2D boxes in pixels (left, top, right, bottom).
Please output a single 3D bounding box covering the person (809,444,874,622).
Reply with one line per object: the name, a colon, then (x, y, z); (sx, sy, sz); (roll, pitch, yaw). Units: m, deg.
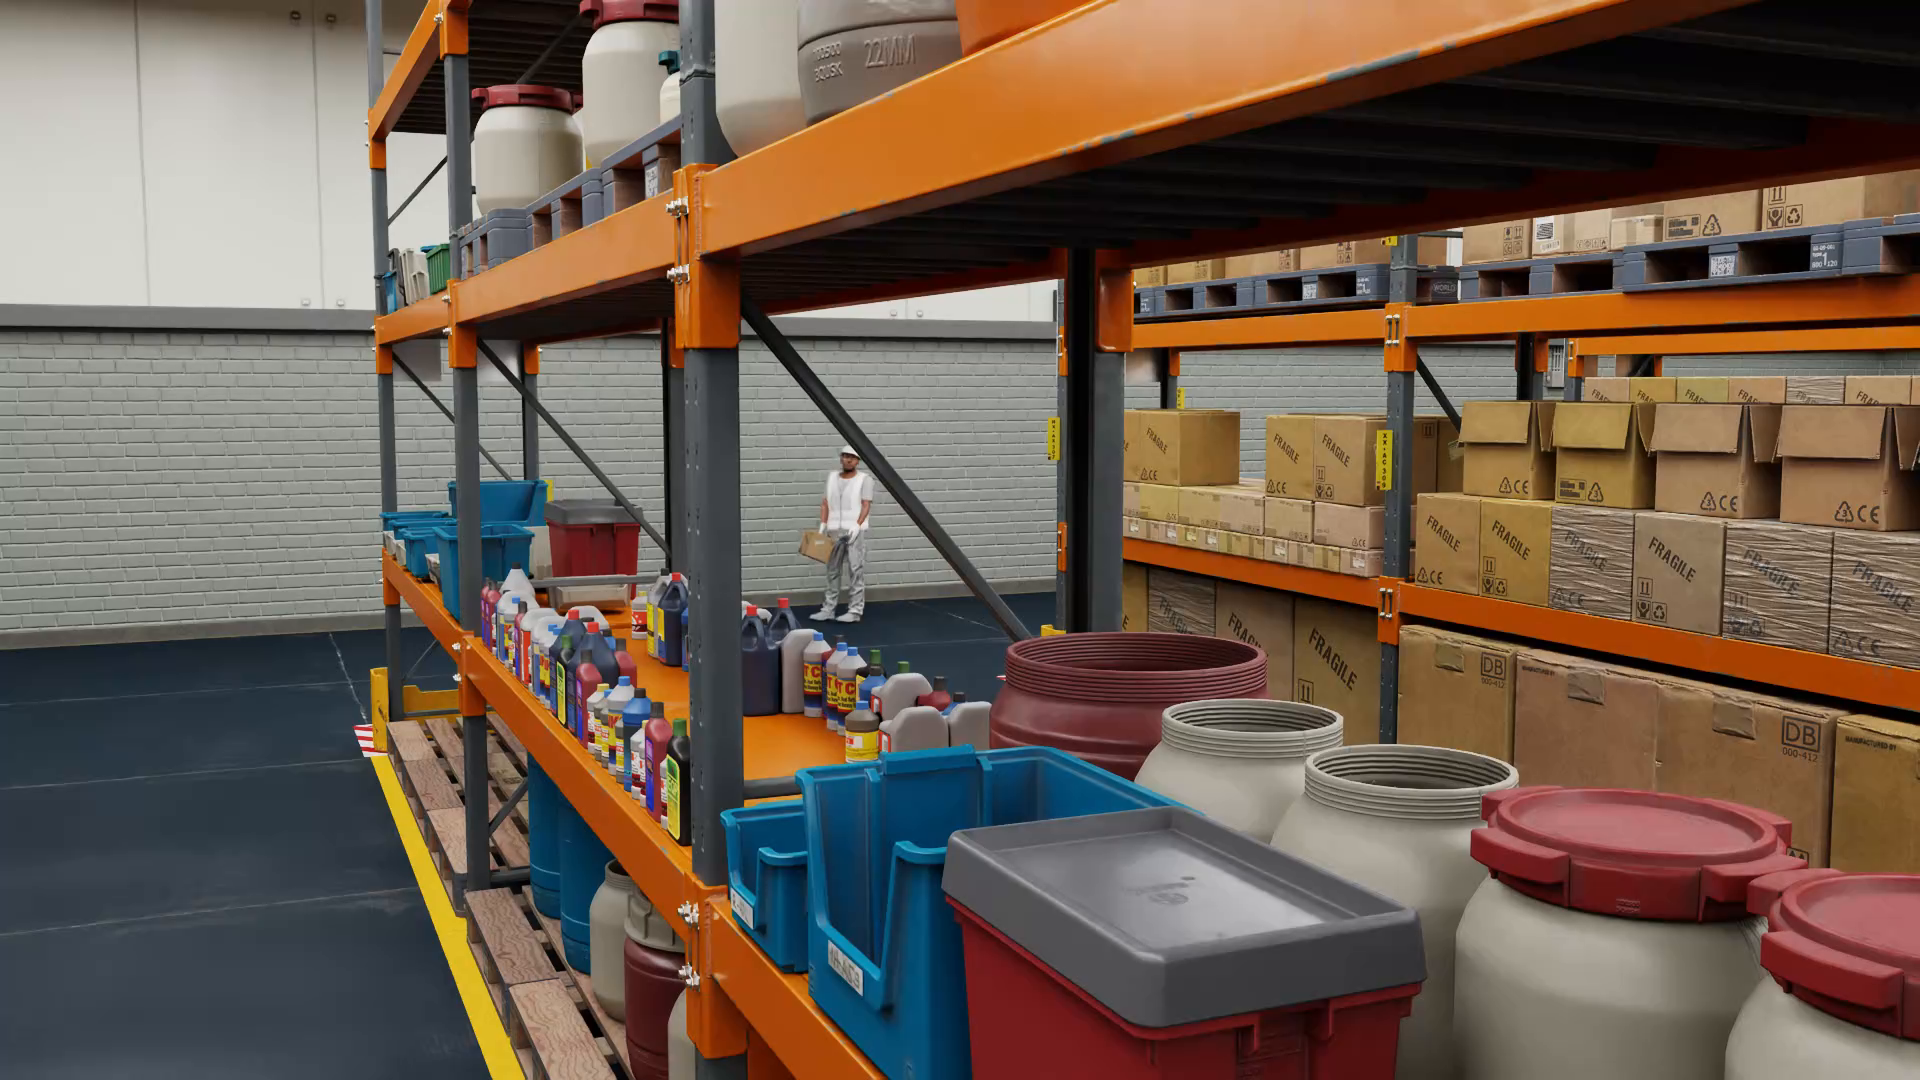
person: (-1.194, -0.074, 16.732); (0.610, 1.791, 0.472); (2, 6, 19)
